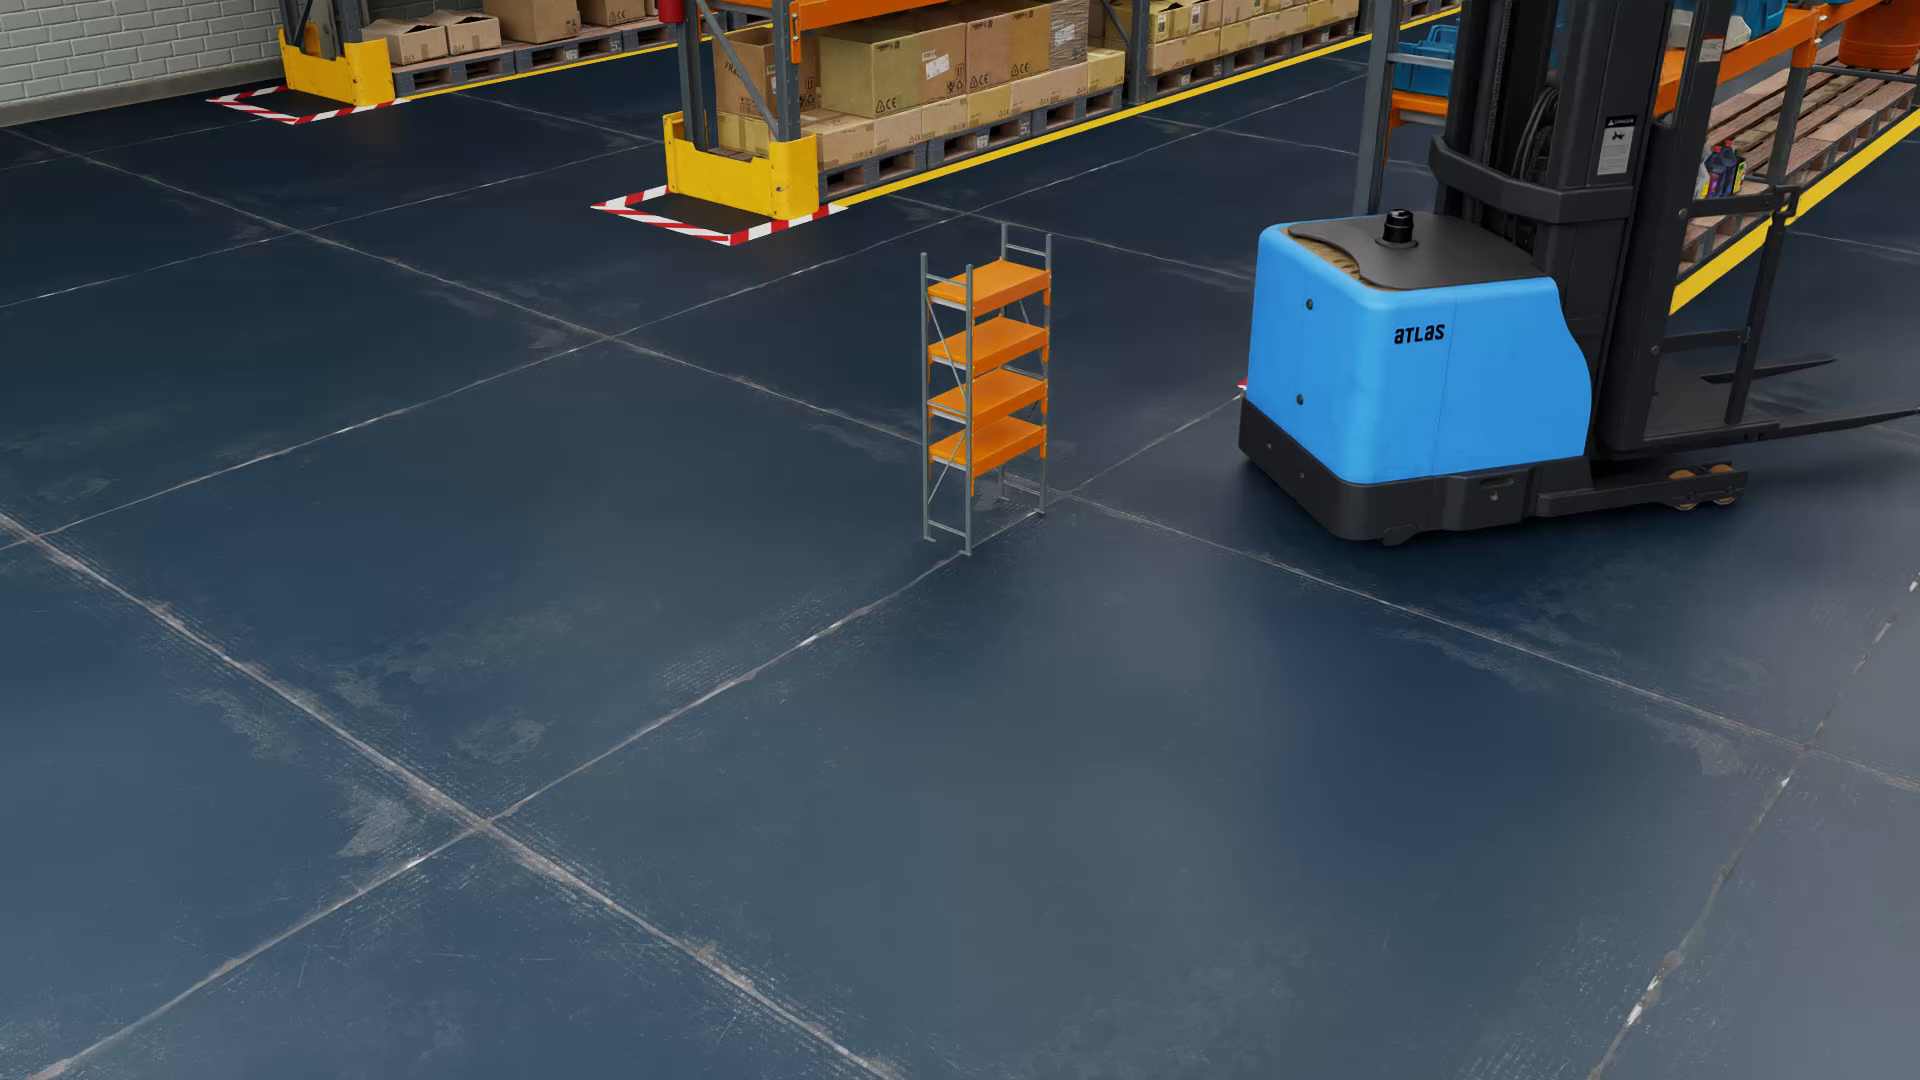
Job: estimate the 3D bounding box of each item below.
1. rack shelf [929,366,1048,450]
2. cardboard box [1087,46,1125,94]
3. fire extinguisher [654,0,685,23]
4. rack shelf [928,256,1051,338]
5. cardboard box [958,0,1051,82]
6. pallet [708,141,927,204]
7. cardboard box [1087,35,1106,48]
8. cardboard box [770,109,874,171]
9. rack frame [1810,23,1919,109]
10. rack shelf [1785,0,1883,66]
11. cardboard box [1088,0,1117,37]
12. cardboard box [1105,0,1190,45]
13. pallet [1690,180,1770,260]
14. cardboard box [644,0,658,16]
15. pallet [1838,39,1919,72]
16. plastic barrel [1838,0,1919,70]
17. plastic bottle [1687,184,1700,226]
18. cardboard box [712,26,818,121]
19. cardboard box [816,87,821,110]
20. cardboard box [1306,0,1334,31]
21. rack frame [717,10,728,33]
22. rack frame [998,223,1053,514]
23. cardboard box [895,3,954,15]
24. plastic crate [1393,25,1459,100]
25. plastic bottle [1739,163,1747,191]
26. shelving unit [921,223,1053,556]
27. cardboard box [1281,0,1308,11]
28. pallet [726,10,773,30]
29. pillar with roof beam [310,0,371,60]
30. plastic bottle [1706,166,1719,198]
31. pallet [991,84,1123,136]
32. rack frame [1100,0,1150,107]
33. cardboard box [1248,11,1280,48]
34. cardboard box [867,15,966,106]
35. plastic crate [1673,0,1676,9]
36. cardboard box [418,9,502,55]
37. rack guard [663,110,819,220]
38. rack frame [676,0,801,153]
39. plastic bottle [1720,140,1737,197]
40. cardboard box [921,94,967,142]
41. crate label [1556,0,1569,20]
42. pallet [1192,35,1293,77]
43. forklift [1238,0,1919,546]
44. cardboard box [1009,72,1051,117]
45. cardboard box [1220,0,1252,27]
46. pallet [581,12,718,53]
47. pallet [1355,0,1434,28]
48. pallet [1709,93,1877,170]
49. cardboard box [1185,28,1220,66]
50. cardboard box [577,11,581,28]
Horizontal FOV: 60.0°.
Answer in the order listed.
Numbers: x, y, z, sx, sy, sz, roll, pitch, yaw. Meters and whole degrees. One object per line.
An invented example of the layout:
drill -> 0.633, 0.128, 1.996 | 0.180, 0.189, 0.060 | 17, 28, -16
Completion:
rack shelf -> 0.105, -0.532, 6.619 | 0.258, 0.148, 0.480 | 21, 34, 34
cardboard box -> 0.973, -3.780, 13.327 | 0.500, 0.250, 0.500 | 21, 34, 34
fire extinguisher -> -1.879, -3.684, 10.691 | 0.296, 0.674, 0.183 | 21, 34, 34
rack shelf -> 0.105, -0.941, 6.407 | 0.258, 0.148, 0.480 | 21, 34, 34
cardboard box -> 0.331, -3.760, 12.474 | 0.500, 0.500, 0.500 | 21, 34, 34
pallet -> -0.991, -2.669, 11.680 | 1.003, 0.211, 1.213 | 21, 34, 34
cardboard box -> 1.139, -4.240, 14.216 | 0.500, 0.250, 0.500 | 20, 34, 34
cardboard box -> -0.932, -2.715, 11.269 | 0.500, 0.250, 0.500 | 21, 34, 34
rack frame -> 7.463, -5.012, 13.173 | 1.000, 3.000, 0.127 | 21, 34, 34
rack shelf -> 6.191, -3.983, 11.968 | 1.077, 0.370, 4.000 | 21, 34, 34
cardboard box -> 1.136, -4.484, 14.079 | 0.500, 0.311, 0.500 | 21, 34, 34
cardboard box -> 1.554, -4.331, 13.782 | 0.500, 0.311, 0.500 | 21, 34, 35
pallet -> 4.460, -2.129, 10.636 | 1.003, 0.211, 1.213 | 21, 34, 34
cardboard box -> -3.043, -5.228, 16.195 | 0.380, 0.166, 0.250 | 16, 31, 28
pallet -> 8.709, -4.496, 15.210 | 1.003, 0.211, 1.213 | 21, 34, 34
plastic barrel -> 7.761, -4.413, 13.920 | 0.600, 0.830, 0.708 | 21, 34, 34
plastic bottle -> 4.298, -2.028, 9.890 | 0.152, 0.276, 0.135 | 21, 34, 35
cardboard box -> -1.334, -3.200, 11.390 | 0.500, 0.500, 0.500 | 21, 34, 34
cardboard box -> -1.023, -3.047, 11.911 | 0.500, 0.250, 0.500 | 21, 34, 34
cardboard box -> 3.172, -4.984, 15.656 | 0.500, 0.250, 0.500 | 20, 34, 34
rack frame -> -2.726, -6.489, 16.029 | 1.000, 3.000, 0.127 | 21, 34, 34
rack frame -> 0.261, -0.678, 6.755 | 0.240, 1.200, 0.015 | 21, 34, 34
cardboard box -> -0.390, -3.736, 12.426 | 0.500, 0.500, 0.500 | 21, 34, 34
plastic crate -> 2.462, -2.374, 8.237 | 0.499, 0.251, 0.616 | 21, 34, 34
plastic bottle -> 4.929, -2.326, 10.549 | 0.097, 0.201, 0.097 | 0, 27, 0
shelving unit -> 0.105, -0.592, 6.588 | 0.258, 1.200, 0.503 | 21, 34, 34
cardboard box -> 2.852, -5.053, 15.178 | 0.500, 0.311, 0.500 | 20, 34, 34
pallet -> -2.231, -5.527, 17.204 | 1.003, 0.211, 1.213 | 21, 34, 34
pillar with roof beam -> -2.170, -6.978, 10.445 | 9.100, 9.000, 0.400 | 21, 34, 34
plastic bottle -> 4.538, -2.132, 10.084 | 0.061, 0.283, 0.133 | 23, 35, 38
pallet -> 0.561, -3.534, 13.352 | 1.003, 0.211, 1.213 | 21, 34, 34
rack frame -> 1.099, -5.043, 13.233 | 1.000, 3.000, 0.127 | 21, 34, 34
cardboard box -> 2.525, -4.624, 14.959 | 0.500, 0.250, 0.500 | 22, 34, 35
cardboard box -> -0.308, -3.407, 11.790 | 0.500, 0.500, 0.500 | 21, 34, 34
plastic crate -> 4.488, -3.418, 10.159 | 0.767, 0.338, 0.504 | 21, 34, 34
cardboard box -> -4.398, -4.493, 14.618 | 0.500, 0.311, 0.500 | 24, 36, 38
rack guard -> -1.460, -2.506, 11.049 | 1.175, 0.500, 0.348 | 21, 34, 34
rack frame -> -1.445, -3.624, 10.491 | 1.000, 3.000, 0.127 | 21, 34, 34
plastic bottle -> 4.732, -2.300, 10.335 | 0.144, 0.351, 0.185 | 20, 33, 33
cardboard box -> -0.299, -3.070, 11.956 | 0.500, 0.250, 0.500 | 21, 34, 34
crate label -> 3.337, -2.923, 9.097 | 0.502, 0.435, 0.616 | 21, 34, 34
pallet -> 2.313, -4.511, 15.240 | 1.003, 0.211, 1.213 | 21, 34, 34
forklift -> 2.813, -1.651, 6.751 | 3.031, 2.935, 1.130 | -8, 28, -15
cardboard box -> 0.341, -3.424, 12.639 | 0.500, 0.250, 0.500 | 21, 34, 34
cardboard box -> 2.205, -4.690, 14.477 | 0.500, 0.311, 0.500 | 19, 33, 33
pallet -> -3.125, -5.002, 16.189 | 1.003, 0.211, 1.213 | 21, 34, 34
pallet -> 4.148, -5.476, 17.105 | 1.003, 0.211, 1.213 | 21, 34, 34
pallet -> 6.164, -3.079, 12.473 | 1.003, 0.211, 1.213 | 21, 34, 34
cardboard box -> 1.873, -4.259, 14.254 | 0.500, 0.250, 0.500 | 22, 34, 36
cardboard box -> -3.758, -4.857, 15.498 | 0.380, 0.149, 0.250 | 18, 32, 30
